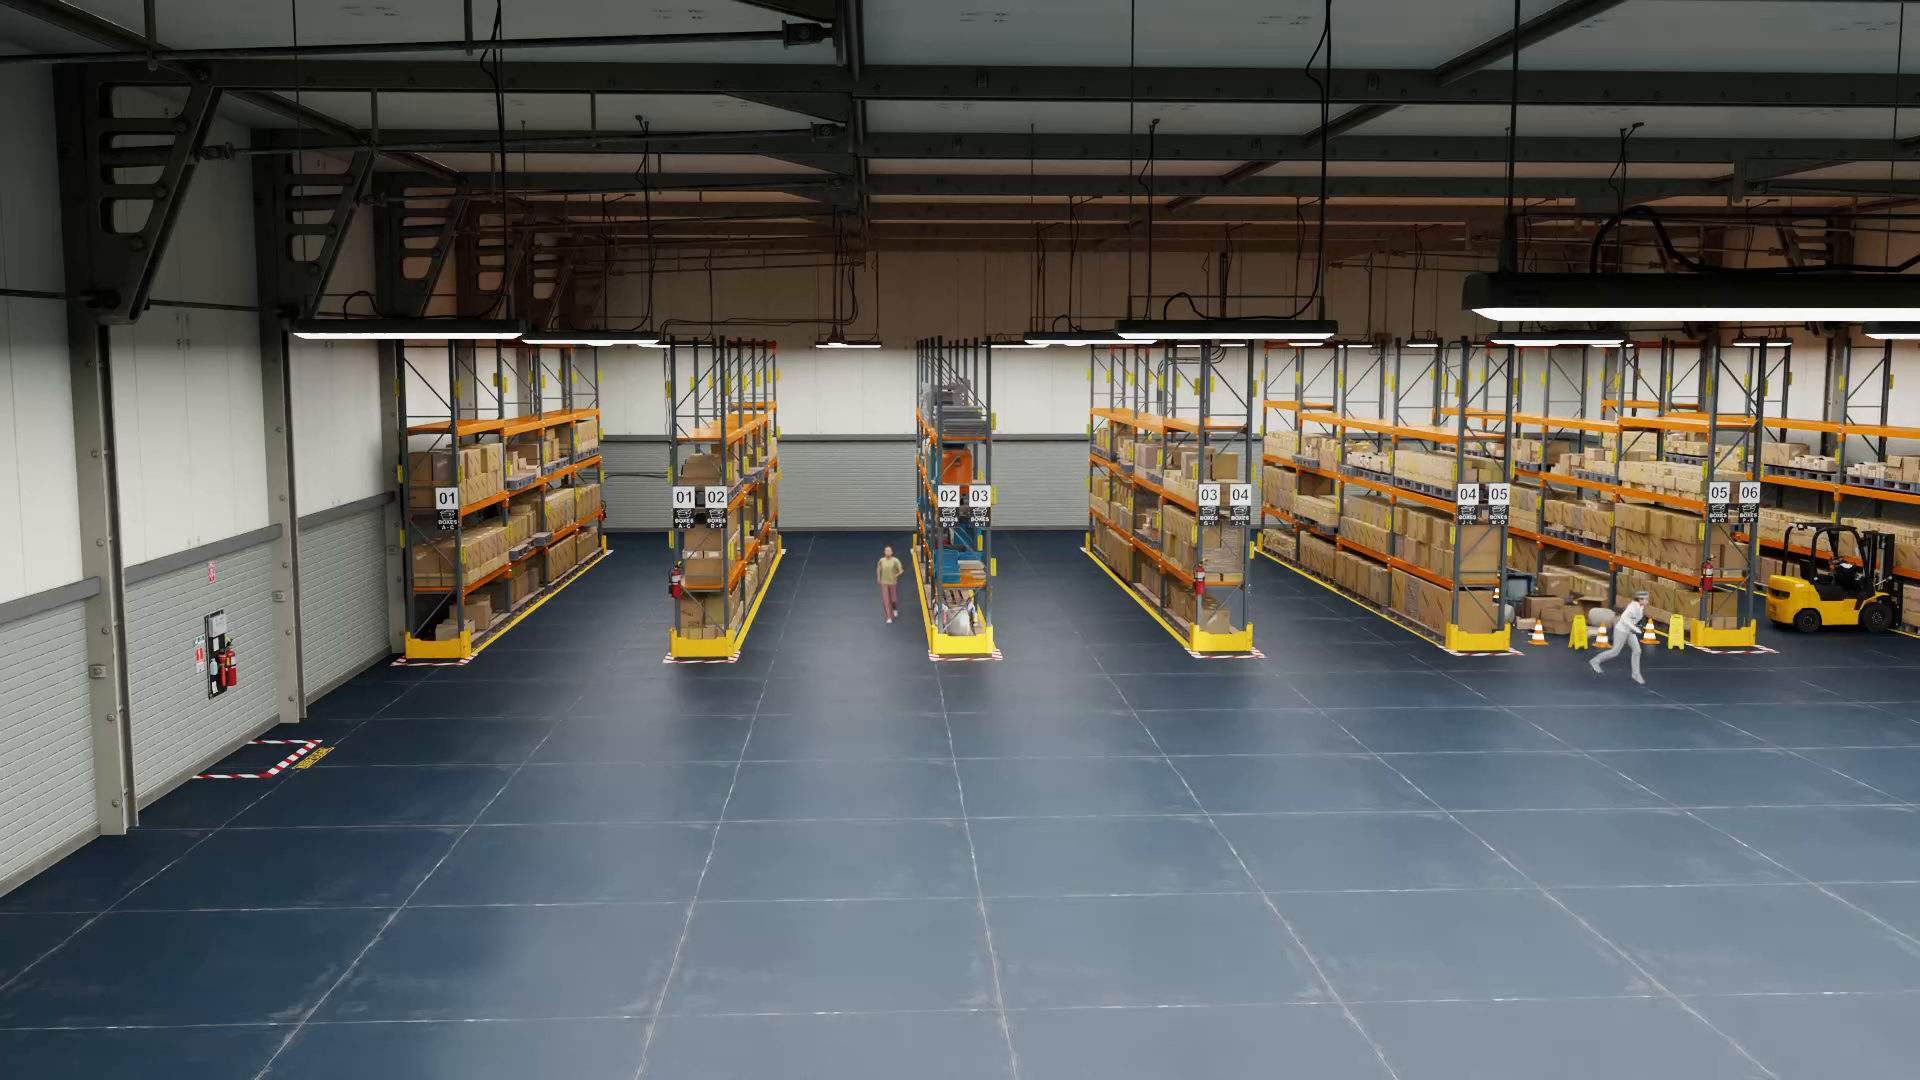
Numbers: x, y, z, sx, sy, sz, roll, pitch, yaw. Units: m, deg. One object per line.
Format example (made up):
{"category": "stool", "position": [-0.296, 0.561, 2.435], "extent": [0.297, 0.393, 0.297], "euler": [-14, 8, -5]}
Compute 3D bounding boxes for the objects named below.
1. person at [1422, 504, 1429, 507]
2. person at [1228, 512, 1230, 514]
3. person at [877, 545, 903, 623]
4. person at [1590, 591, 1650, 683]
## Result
{"category": "person", "position": [14.161, -0.771, 49.935], "extent": [0.824, 1.718, 0.594], "euler": [-2, 7, -19]}
{"category": "person", "position": [6.790, 0.111, 42.197], "extent": [0.563, 1.655, 0.588], "euler": [-1, 7, -11]}
{"category": "person", "position": [-1.493, 0.923, 35.154], "extent": [0.579, 1.626, 0.694], "euler": [1, 7, 8]}
{"category": "person", "position": [11.535, 1.660, 29.064], "extent": [0.977, 1.623, 0.655], "euler": [5, 8, 37]}
